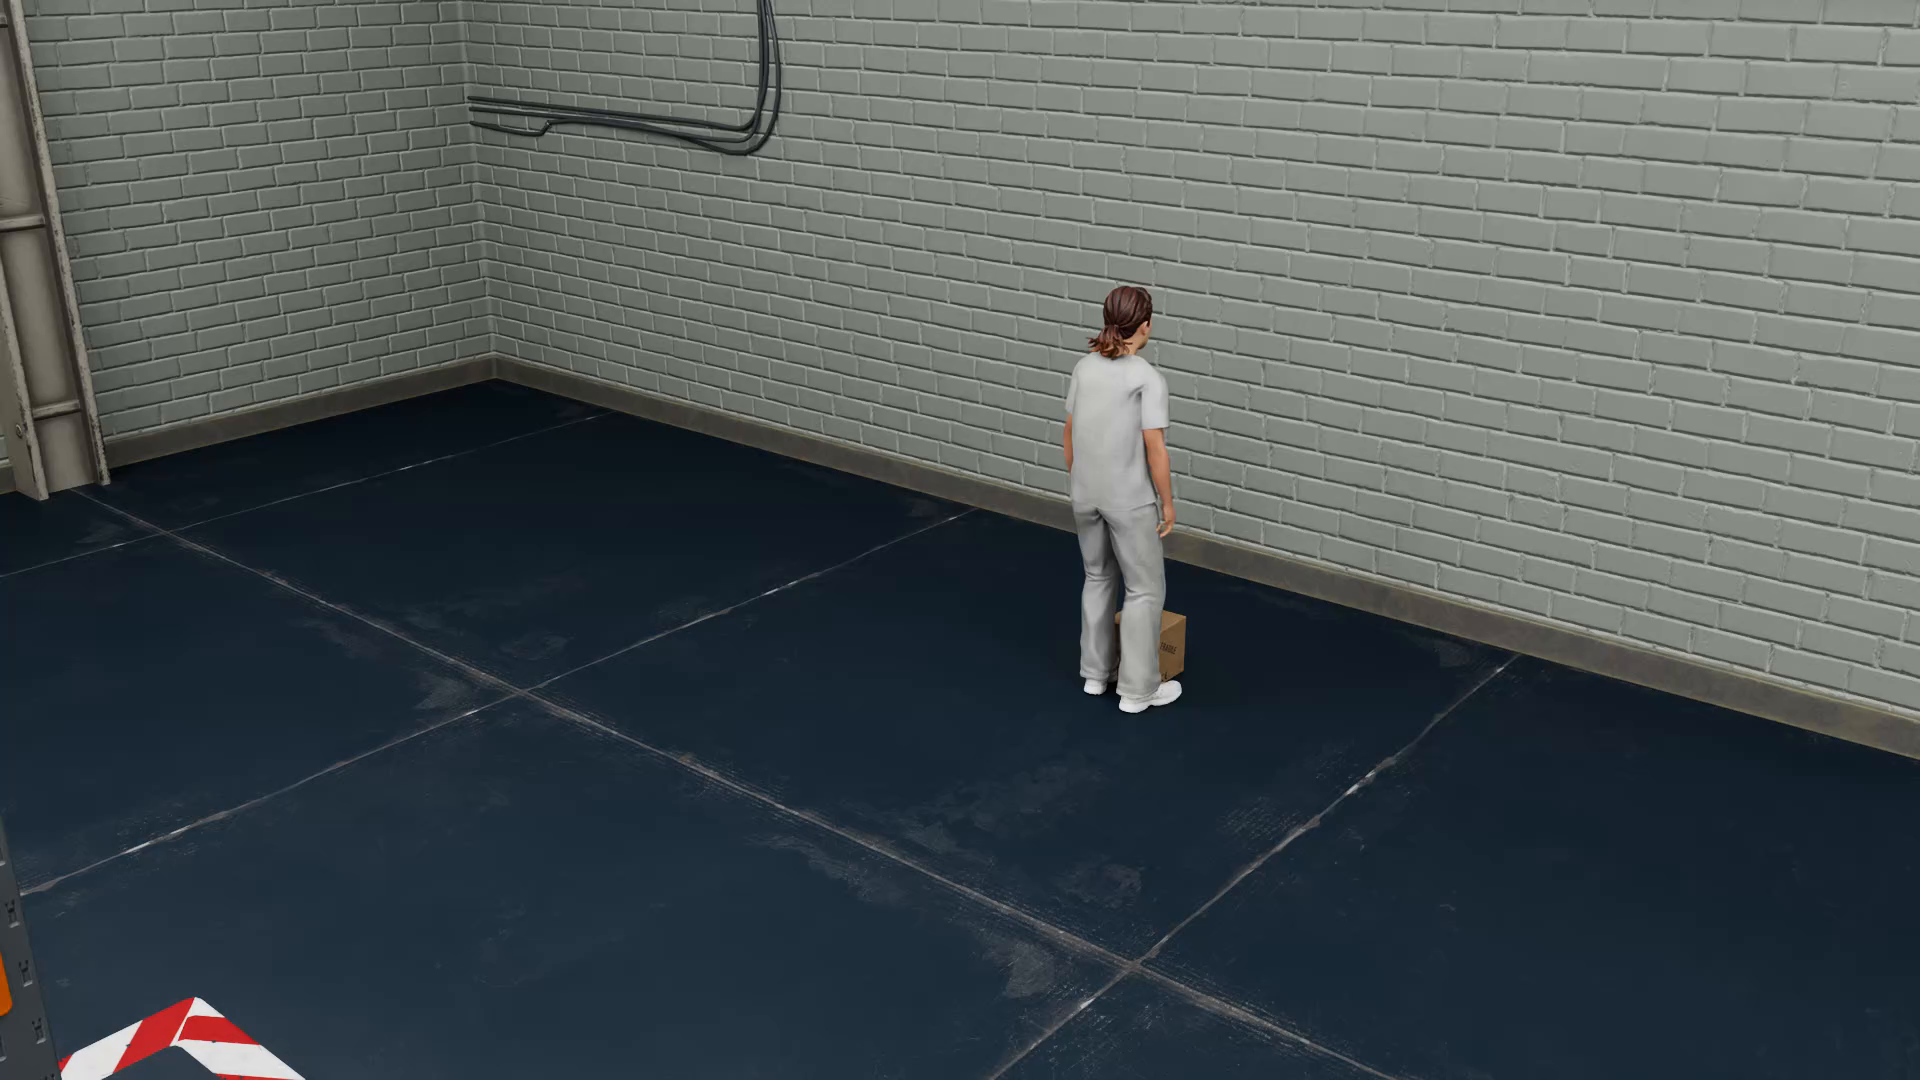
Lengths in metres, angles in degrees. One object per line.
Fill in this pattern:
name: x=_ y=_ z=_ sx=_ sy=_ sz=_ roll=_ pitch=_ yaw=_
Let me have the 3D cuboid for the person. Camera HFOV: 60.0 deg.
person: x=0.635 y=-0.163 z=6.519 sx=0.485 sy=1.673 sz=0.407 roll=16 pitch=26 yaw=37
